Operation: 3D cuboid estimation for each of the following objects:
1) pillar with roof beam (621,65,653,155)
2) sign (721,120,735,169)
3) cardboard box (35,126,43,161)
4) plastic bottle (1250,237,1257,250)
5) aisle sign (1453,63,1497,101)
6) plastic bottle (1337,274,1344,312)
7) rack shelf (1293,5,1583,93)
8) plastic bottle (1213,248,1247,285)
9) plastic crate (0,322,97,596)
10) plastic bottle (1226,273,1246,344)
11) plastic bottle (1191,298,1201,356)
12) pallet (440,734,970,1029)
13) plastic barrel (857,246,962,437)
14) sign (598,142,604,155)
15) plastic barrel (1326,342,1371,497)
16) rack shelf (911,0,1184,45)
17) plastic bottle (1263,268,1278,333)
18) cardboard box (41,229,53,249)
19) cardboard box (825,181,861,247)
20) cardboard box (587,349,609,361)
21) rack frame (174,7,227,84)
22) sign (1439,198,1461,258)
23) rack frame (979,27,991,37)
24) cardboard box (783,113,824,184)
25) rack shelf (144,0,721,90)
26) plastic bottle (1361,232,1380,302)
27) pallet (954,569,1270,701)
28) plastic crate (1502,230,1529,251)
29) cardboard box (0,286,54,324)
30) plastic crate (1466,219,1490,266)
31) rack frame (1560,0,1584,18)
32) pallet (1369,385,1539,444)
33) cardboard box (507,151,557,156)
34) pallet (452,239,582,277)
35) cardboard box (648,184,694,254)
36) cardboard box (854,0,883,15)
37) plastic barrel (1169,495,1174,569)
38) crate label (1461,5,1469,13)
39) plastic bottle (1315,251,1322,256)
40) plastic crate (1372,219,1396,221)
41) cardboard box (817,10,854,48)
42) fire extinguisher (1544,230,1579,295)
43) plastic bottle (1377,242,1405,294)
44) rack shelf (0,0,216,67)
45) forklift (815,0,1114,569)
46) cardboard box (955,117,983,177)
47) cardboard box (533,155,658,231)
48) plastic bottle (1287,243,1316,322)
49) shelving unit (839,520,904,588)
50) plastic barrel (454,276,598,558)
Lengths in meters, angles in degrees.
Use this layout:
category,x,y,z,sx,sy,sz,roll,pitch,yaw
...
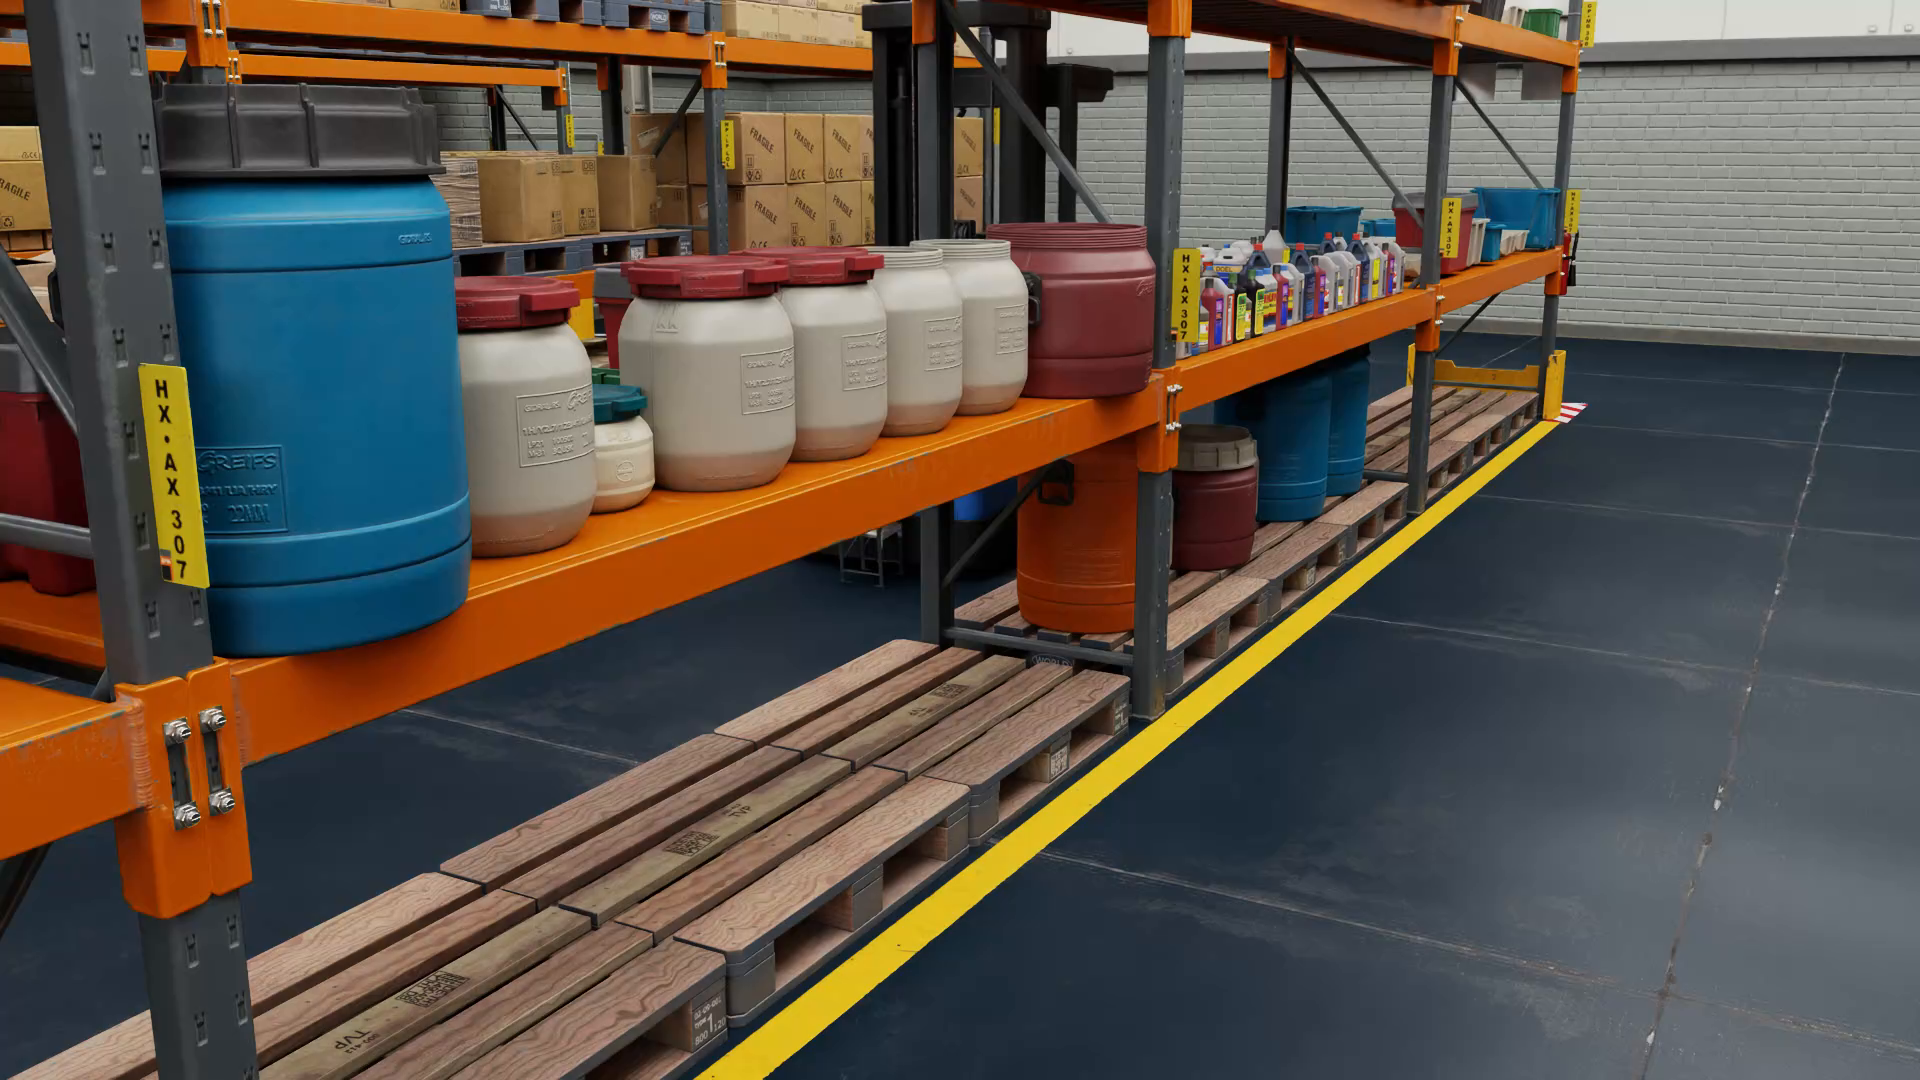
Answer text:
category,x,y,z,sx,sy,sz,roll,pitch,yaw
pillar with roof beam,-0.178,-6.688,17.573,9.100,9.000,0.400,7,15,28
sign,-1.603,-2.727,11.473,0.100,0.325,0.005,7,15,28
cardboard box,-6.932,-3.021,12.672,0.500,0.250,0.500,8,16,29
plastic bottle,1.629,-1.553,9.324,0.061,0.283,0.133,7,15,28
aisle sign,3.953,-3.797,12.835,0.394,0.787,0.004,7,15,28
plastic bottle,1.819,-1.217,8.105,0.097,0.201,0.097,0,14,0
rack shelf,3.211,-3.183,10.970,1.077,0.370,4.000,7,15,28
plastic bottle,1.372,-1.345,8.475,0.152,0.276,0.135,7,15,28
plastic crate,-1.657,-0.188,3.275,0.402,0.464,0.583,7,15,28
plastic bottle,1.131,-0.956,6.847,0.061,0.283,0.133,7,15,28
plastic bottle,0.883,-0.854,6.448,0.097,0.271,0.097,0,14,0
pallet,-0.689,0.916,4.783,1.003,0.211,1.213,7,15,28
plastic barrel,-0.204,-0.576,4.784,0.421,0.512,0.421,0,14,0
sign,-2.569,-2.707,12.013,0.100,0.325,0.005,7,15,28
plastic barrel,1.966,-0.738,9.277,0.600,0.901,0.708,7,15,28
rack shelf,-0.656,-1.541,4.162,1.077,0.370,4.000,7,15,28
plastic bottle,1.329,-1.043,7.235,0.097,0.271,0.097,0,14,0
cardboard box,-6.997,-2.317,12.737,0.380,0.149,0.250,7,15,26
cardboard box,-1.117,-2.556,13.022,0.500,0.500,0.500,7,15,28
cardboard box,-2.324,-0.990,11.136,0.500,0.500,0.500,7,15,28
rack frame,-4.024,-1.405,8.462,1.000,3.000,0.127,7,15,28
sign,2.725,-1.736,9.242,0.100,0.325,0.005,7,15,28
rack frame,-0.157,-5.963,14.567,1.000,3.000,0.127,7,15,28
cardboard box,-1.367,-2.931,12.445,0.500,0.500,0.500,7,15,26
rack shelf,-3.057,-2.924,9.897,1.077,0.370,4.000,7,15,28
plastic bottle,2.086,-1.414,8.605,0.144,0.351,0.185,7,15,28
pallet,0.655,0.346,7.148,1.003,0.211,1.213,7,15,28
plastic crate,3.942,-2.198,12.184,0.396,0.136,0.243,7,15,28
cardboard box,-4.217,-1.067,7.596,0.380,0.149,0.250,7,15,28
plastic crate,3.143,-1.928,10.755,0.437,0.282,0.530,7,15,28
rack frame,4.178,-5.401,12.236,1.000,3.000,0.127,7,15,28
pallet,3.745,-0.964,12.582,1.003,0.211,1.213,7,15,28
cardboard box,-4.733,-3.647,17.121,0.980,0.700,0.700,8,16,31
pallet,-3.088,-1.711,10.142,1.003,0.211,1.213,7,15,28
cardboard box,-2.073,-2.406,12.400,0.500,0.500,0.500,8,16,29
cardboard box,-0.904,-4.232,13.043,0.500,0.250,0.500,7,15,28
plastic barrel,0.727,-0.066,7.320,0.421,0.512,0.421,0,14,0
crate label,2.734,-3.062,9.495,0.293,0.136,0.466,7,15,28
plastic bottle,1.798,-1.316,8.365,0.097,0.271,0.097,0,14,0
plastic crate,3.134,-2.149,11.776,0.416,0.233,0.300,7,15,28
cardboard box,-1.150,-3.887,12.678,0.500,0.250,0.500,7,15,28
fire extinguisher,4.648,-2.245,12.907,0.296,0.674,0.183,7,15,28
plastic bottle,2.337,-1.486,9.062,0.152,0.276,0.135,7,15,28
rack shelf,-4.991,-2.103,6.493,1.077,0.370,4.000,7,15,28
forklift,0.196,-1.581,9.339,1.130,2.935,3.031,6,15,22
cardboard box,-0.131,-3.459,14.633,0.500,0.500,0.500,7,15,28
cardboard box,-2.515,-2.407,11.507,0.700,0.500,0.500,2,14,9
plastic bottle,1.554,-1.188,7.667,0.144,0.351,0.185,7,15,28
shelving unit,-0.448,-0.240,8.078,0.258,0.900,0.210,7,20,26
plastic barrel,-0.969,-0.260,3.422,0.433,0.535,0.433,0,14,0
